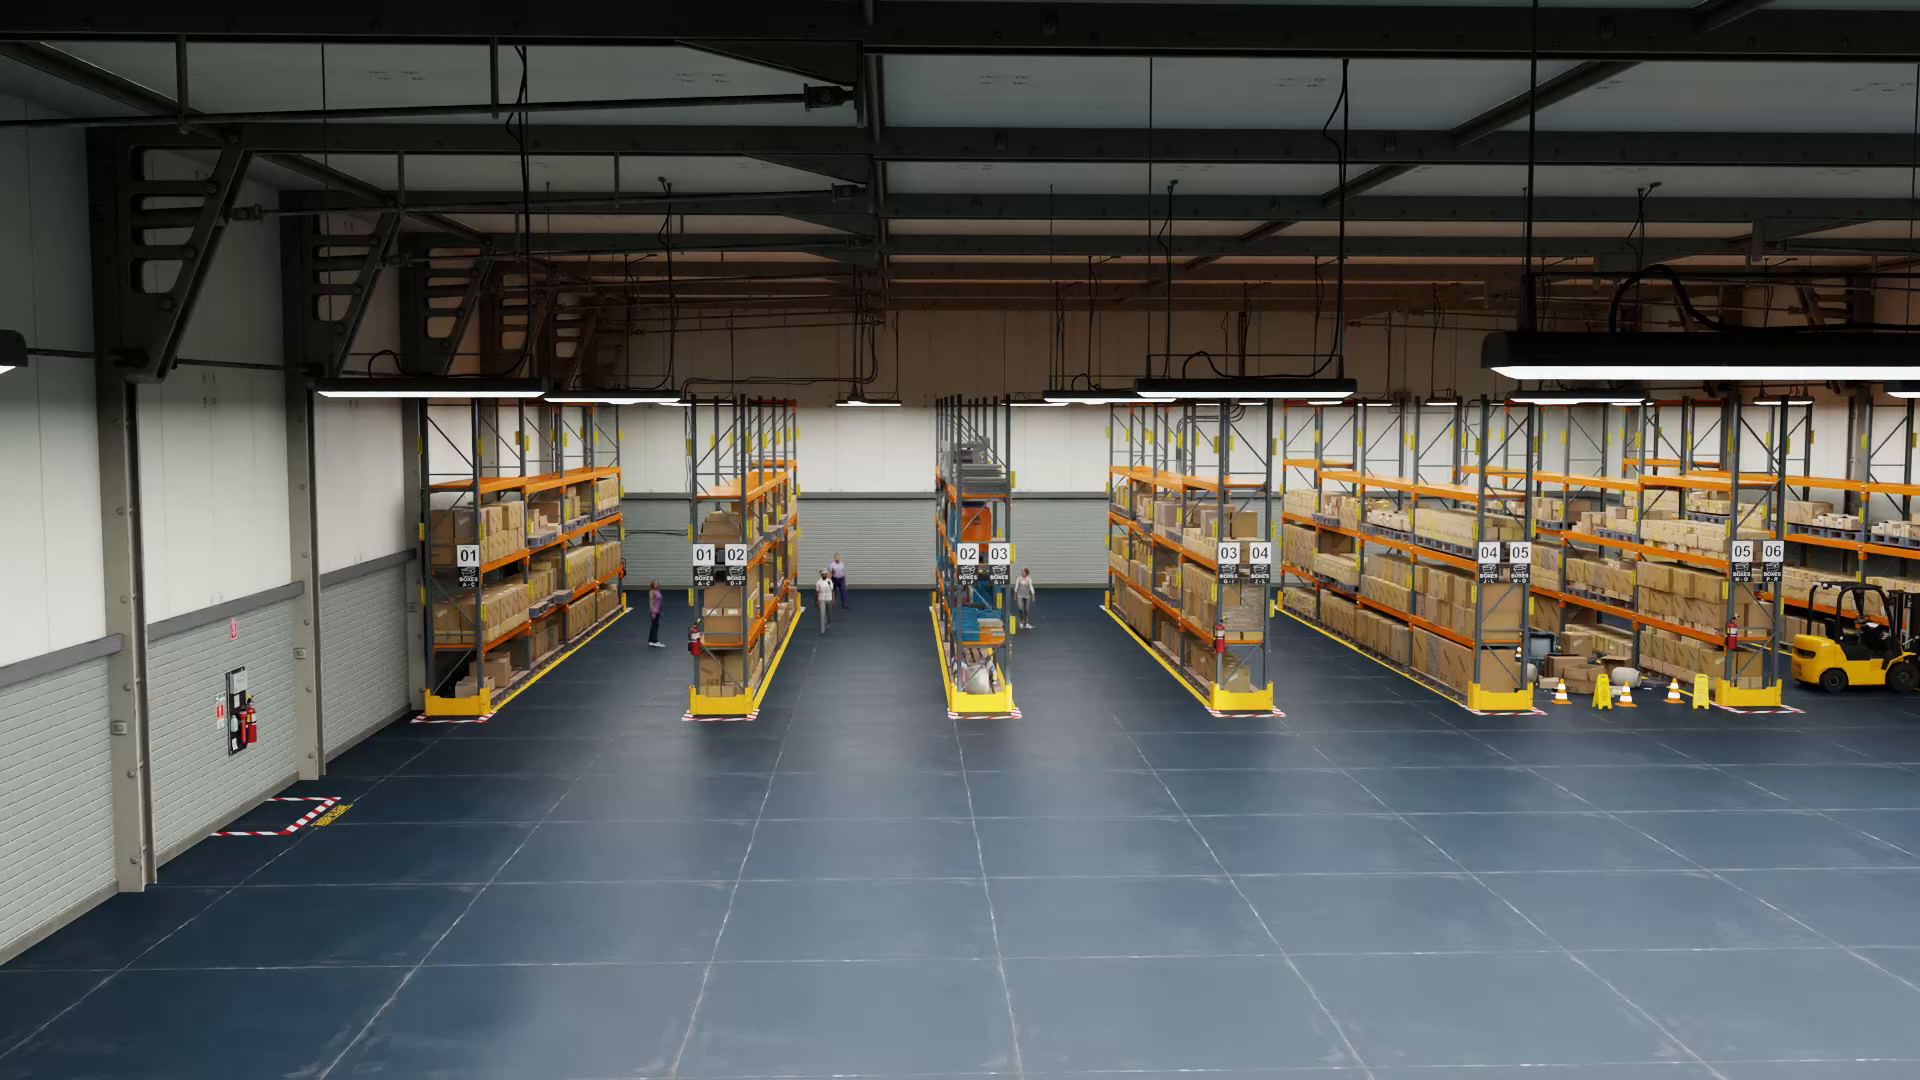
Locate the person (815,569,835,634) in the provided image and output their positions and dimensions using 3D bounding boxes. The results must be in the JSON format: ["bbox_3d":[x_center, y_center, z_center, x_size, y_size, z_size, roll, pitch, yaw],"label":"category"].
[{"bbox_3d":[-3.468,1.541,42.634,0.502,1.641,0.931,-1,5,-8],"label":"person"}]

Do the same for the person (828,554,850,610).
[{"bbox_3d":[-3.477,1.179,47.524,0.574,1.589,0.978,-2,5,-24],"label":"person"}]

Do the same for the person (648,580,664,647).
[{"bbox_3d":[-7.356,1.764,40.250,0.403,1.609,0.438,0,4,2],"label":"person"}]

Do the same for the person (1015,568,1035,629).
[{"bbox_3d":[1.678,1.514,43.142,0.453,1.587,0.619,-1,5,-14],"label":"person"}]
